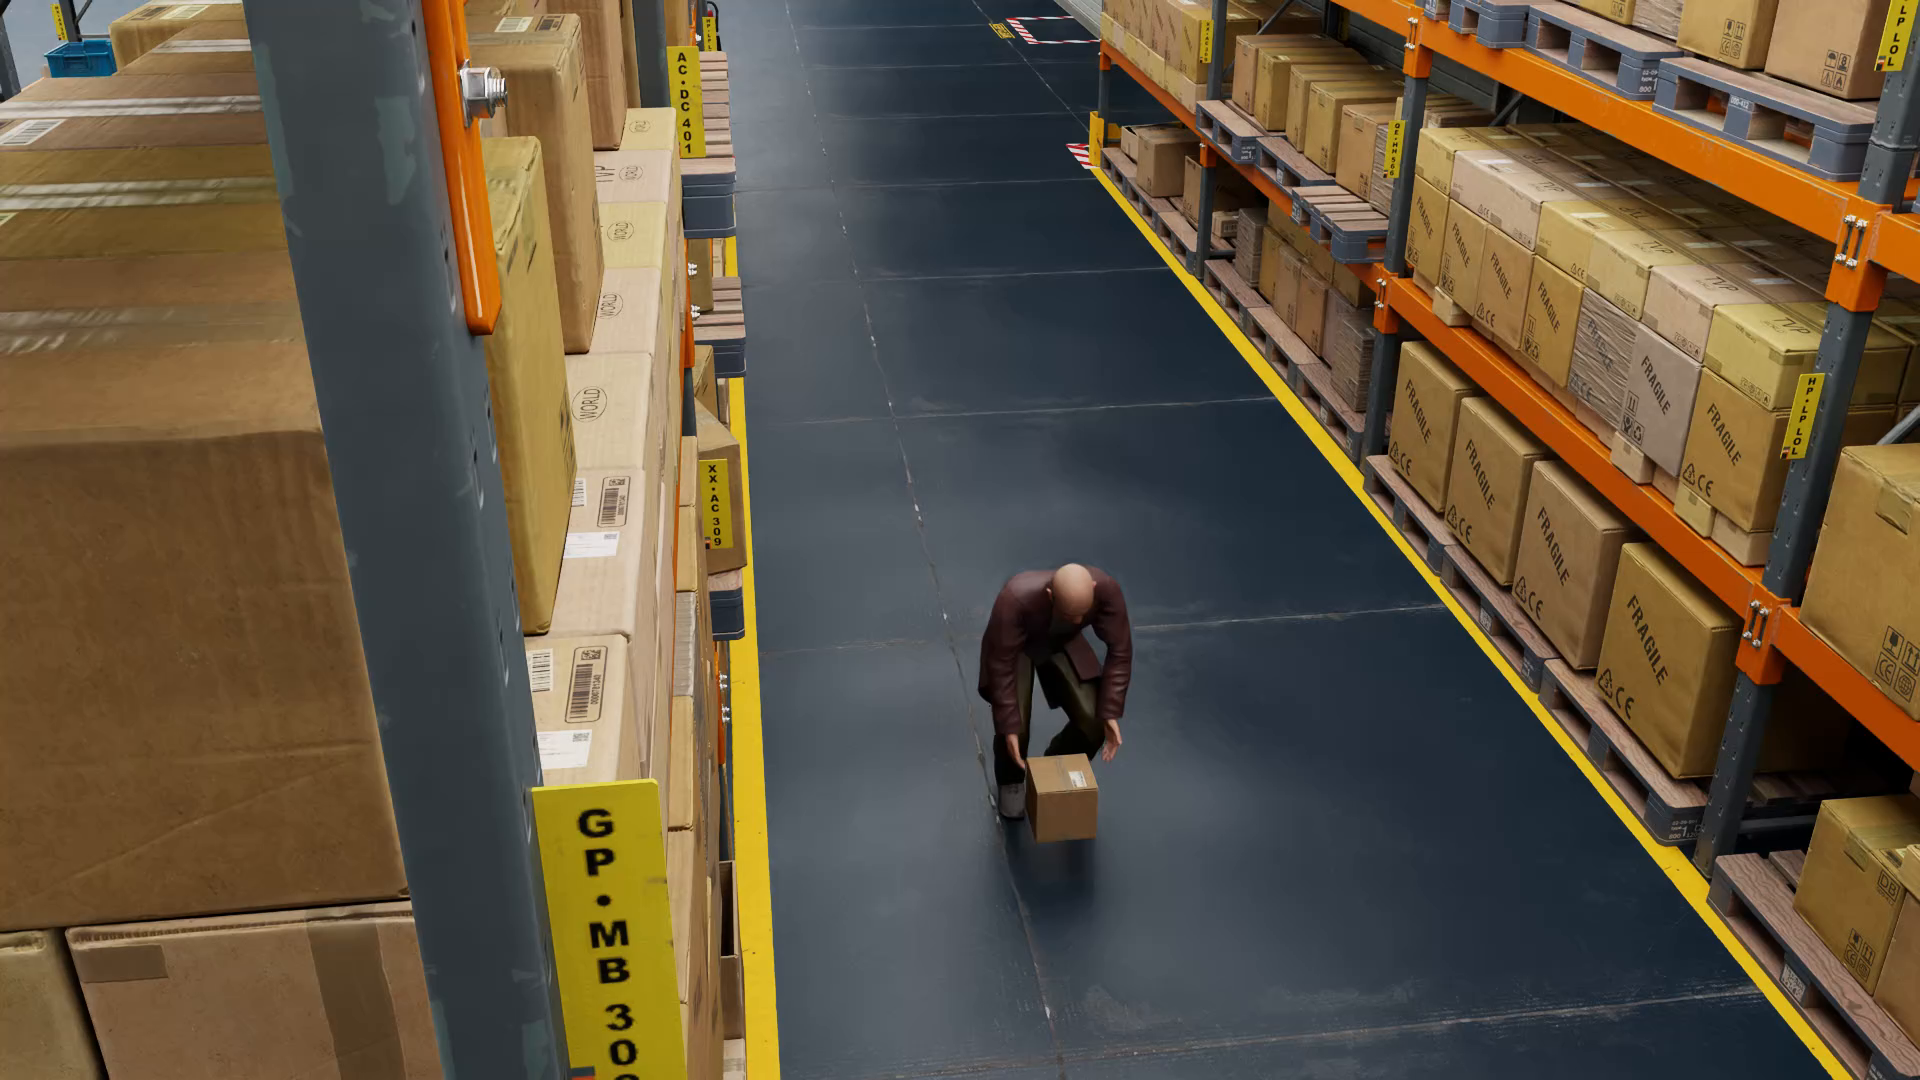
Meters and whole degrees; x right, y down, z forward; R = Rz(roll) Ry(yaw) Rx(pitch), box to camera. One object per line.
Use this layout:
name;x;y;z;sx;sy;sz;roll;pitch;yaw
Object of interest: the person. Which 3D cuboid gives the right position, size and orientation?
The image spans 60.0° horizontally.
person;0.388;0.559;7.052;0.631;1.306;0.776;-4;27;-7
